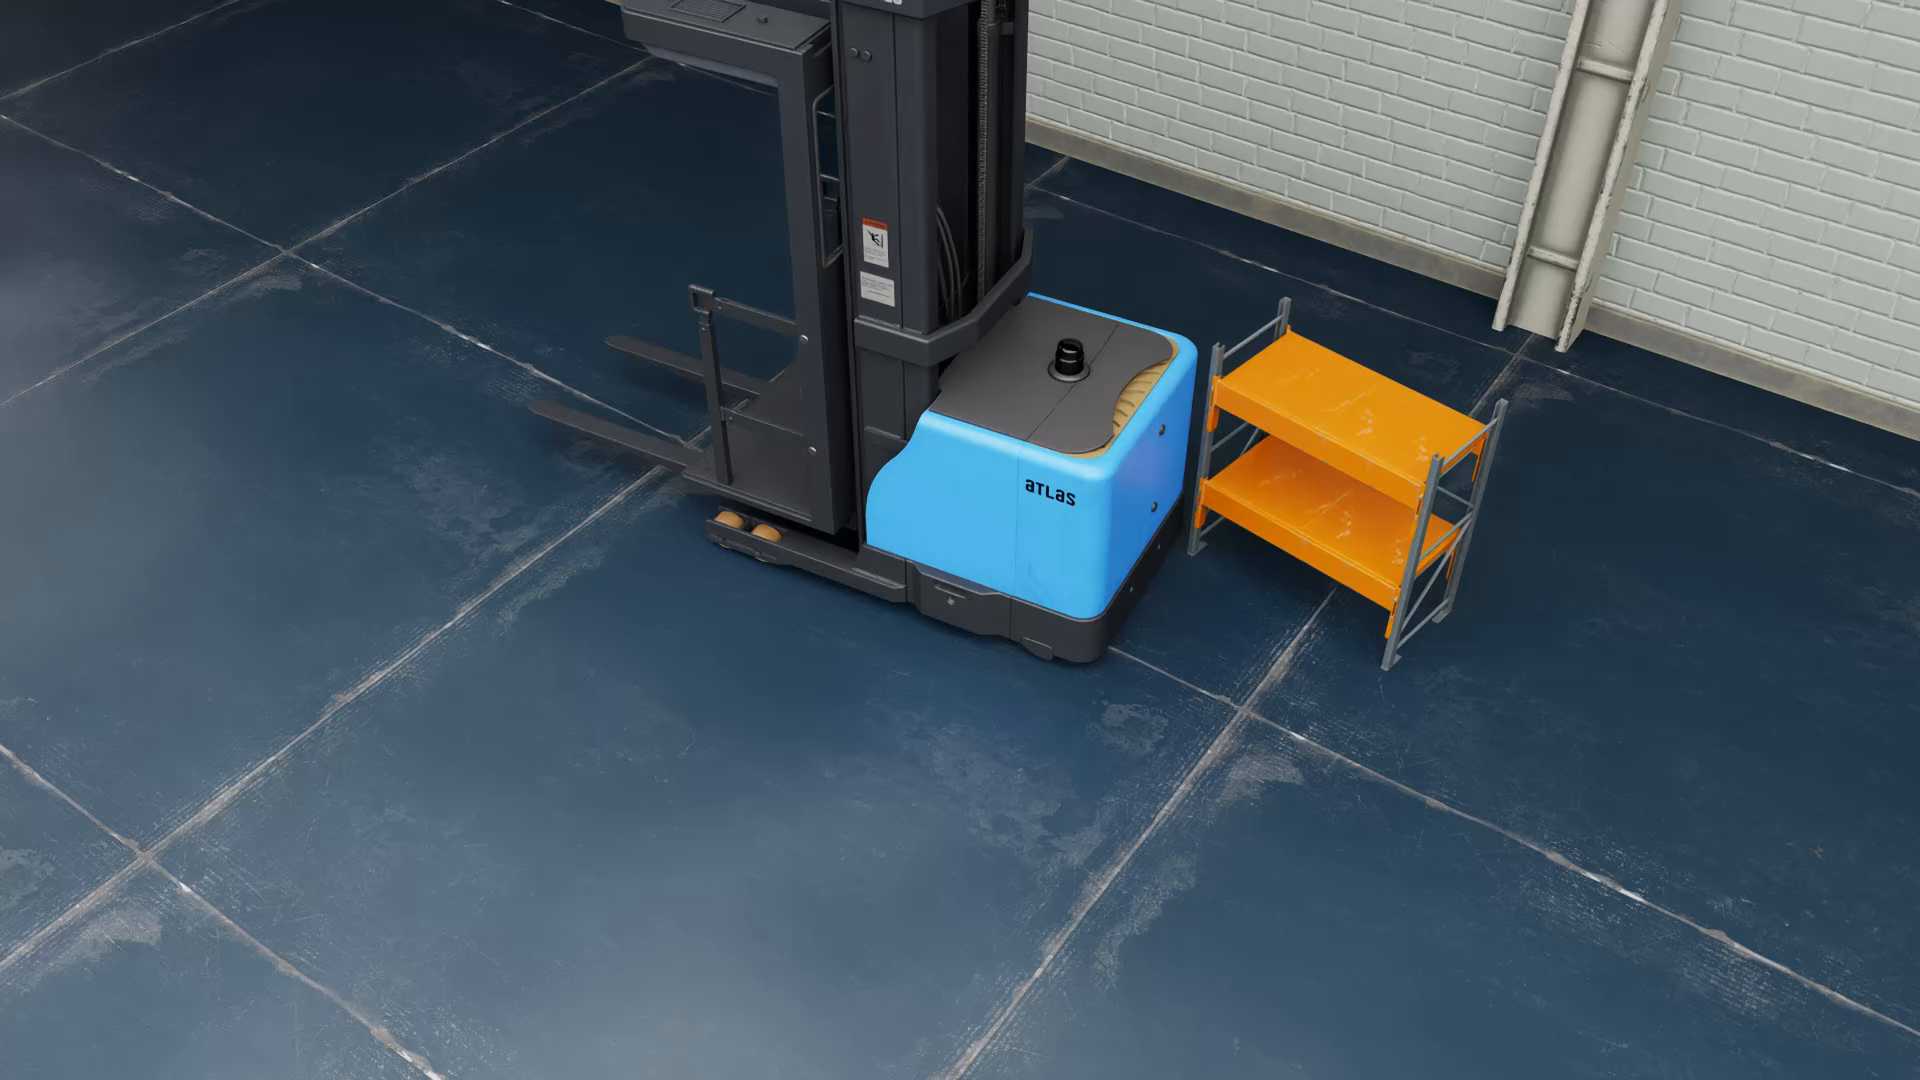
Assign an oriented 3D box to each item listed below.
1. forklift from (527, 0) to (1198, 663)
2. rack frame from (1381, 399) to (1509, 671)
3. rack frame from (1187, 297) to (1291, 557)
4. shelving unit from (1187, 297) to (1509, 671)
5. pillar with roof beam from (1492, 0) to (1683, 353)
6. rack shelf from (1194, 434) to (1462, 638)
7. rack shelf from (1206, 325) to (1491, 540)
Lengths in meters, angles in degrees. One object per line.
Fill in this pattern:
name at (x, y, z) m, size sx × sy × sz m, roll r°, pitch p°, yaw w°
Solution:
forklift at (-0.558, -1.286, 6.738) m, size 3.031 × 2.935 × 1.130 m, roll 19°, pitch 45°, yaw 20°
rack frame at (1.931, -0.001, 6.656) m, size 0.032 × 1.125 × 0.500 m, roll 33°, pitch 51°, yaw 31°
rack frame at (1.199, -0.471, 7.182) m, size 0.032 × 1.125 × 0.500 m, roll 33°, pitch 51°, yaw 31°
shelving unit at (1.565, -0.236, 6.919) m, size 1.048 × 1.125 × 0.538 m, roll 33°, pitch 51°, yaw 31°
pillar with roof beam at (0.573, -2.127, 3.127) m, size 0.400 × 9.000 × 9.100 m, roll 25°, pitch 48°, yaw 25°
rack shelf at (1.565, -0.054, 7.082) m, size 1.000 × 0.278 × 0.538 m, roll 33°, pitch 51°, yaw 31°
rack shelf at (1.565, -0.454, 6.724) m, size 1.000 × 0.278 × 0.538 m, roll 33°, pitch 51°, yaw 31°
